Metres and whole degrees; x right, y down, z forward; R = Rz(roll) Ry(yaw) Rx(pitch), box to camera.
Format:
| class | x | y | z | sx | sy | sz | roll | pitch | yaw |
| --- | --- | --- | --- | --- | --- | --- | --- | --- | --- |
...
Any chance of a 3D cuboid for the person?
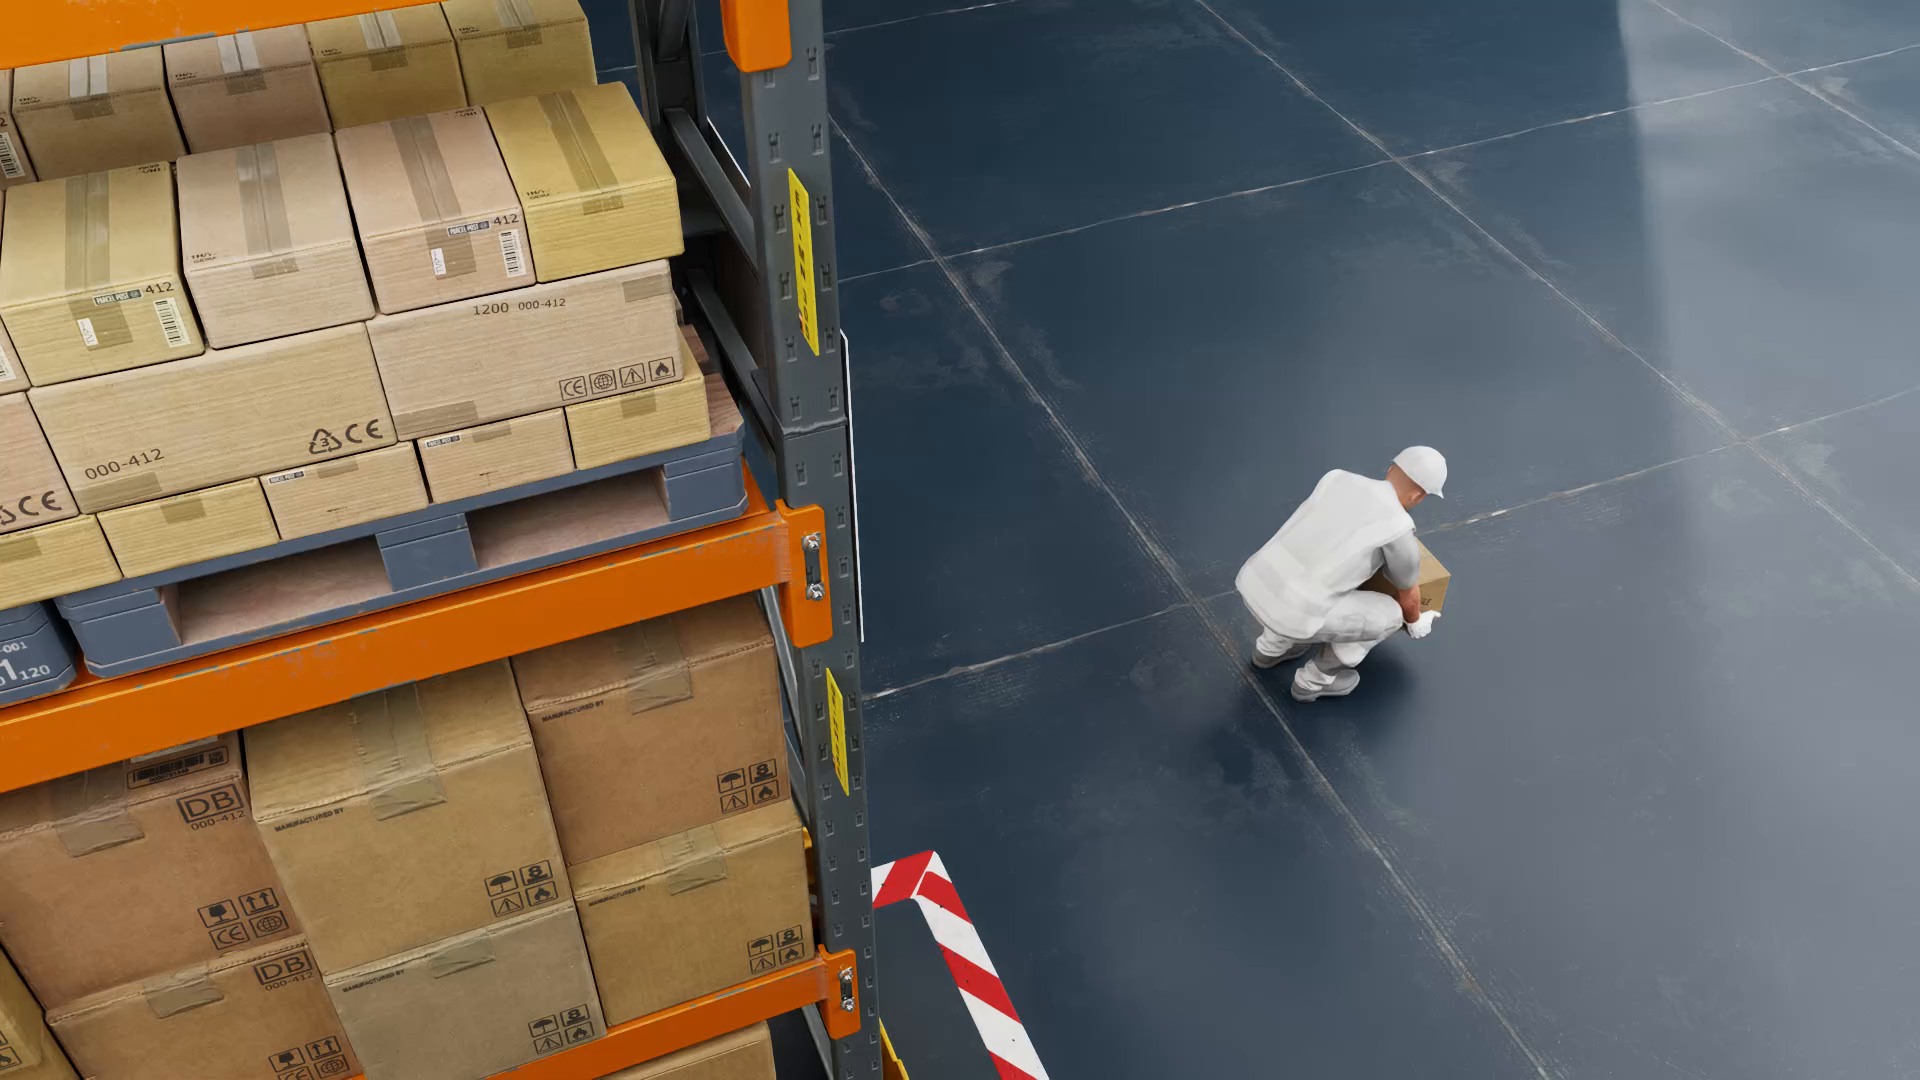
| class | x | y | z | sx | sy | sz | roll | pitch | yaw |
| --- | --- | --- | --- | --- | --- | --- | --- | --- | --- |
| person | 1.507 | 0.138 | 6.583 | 0.875 | 1.004 | 0.540 | -16 | 44 | -18 |
